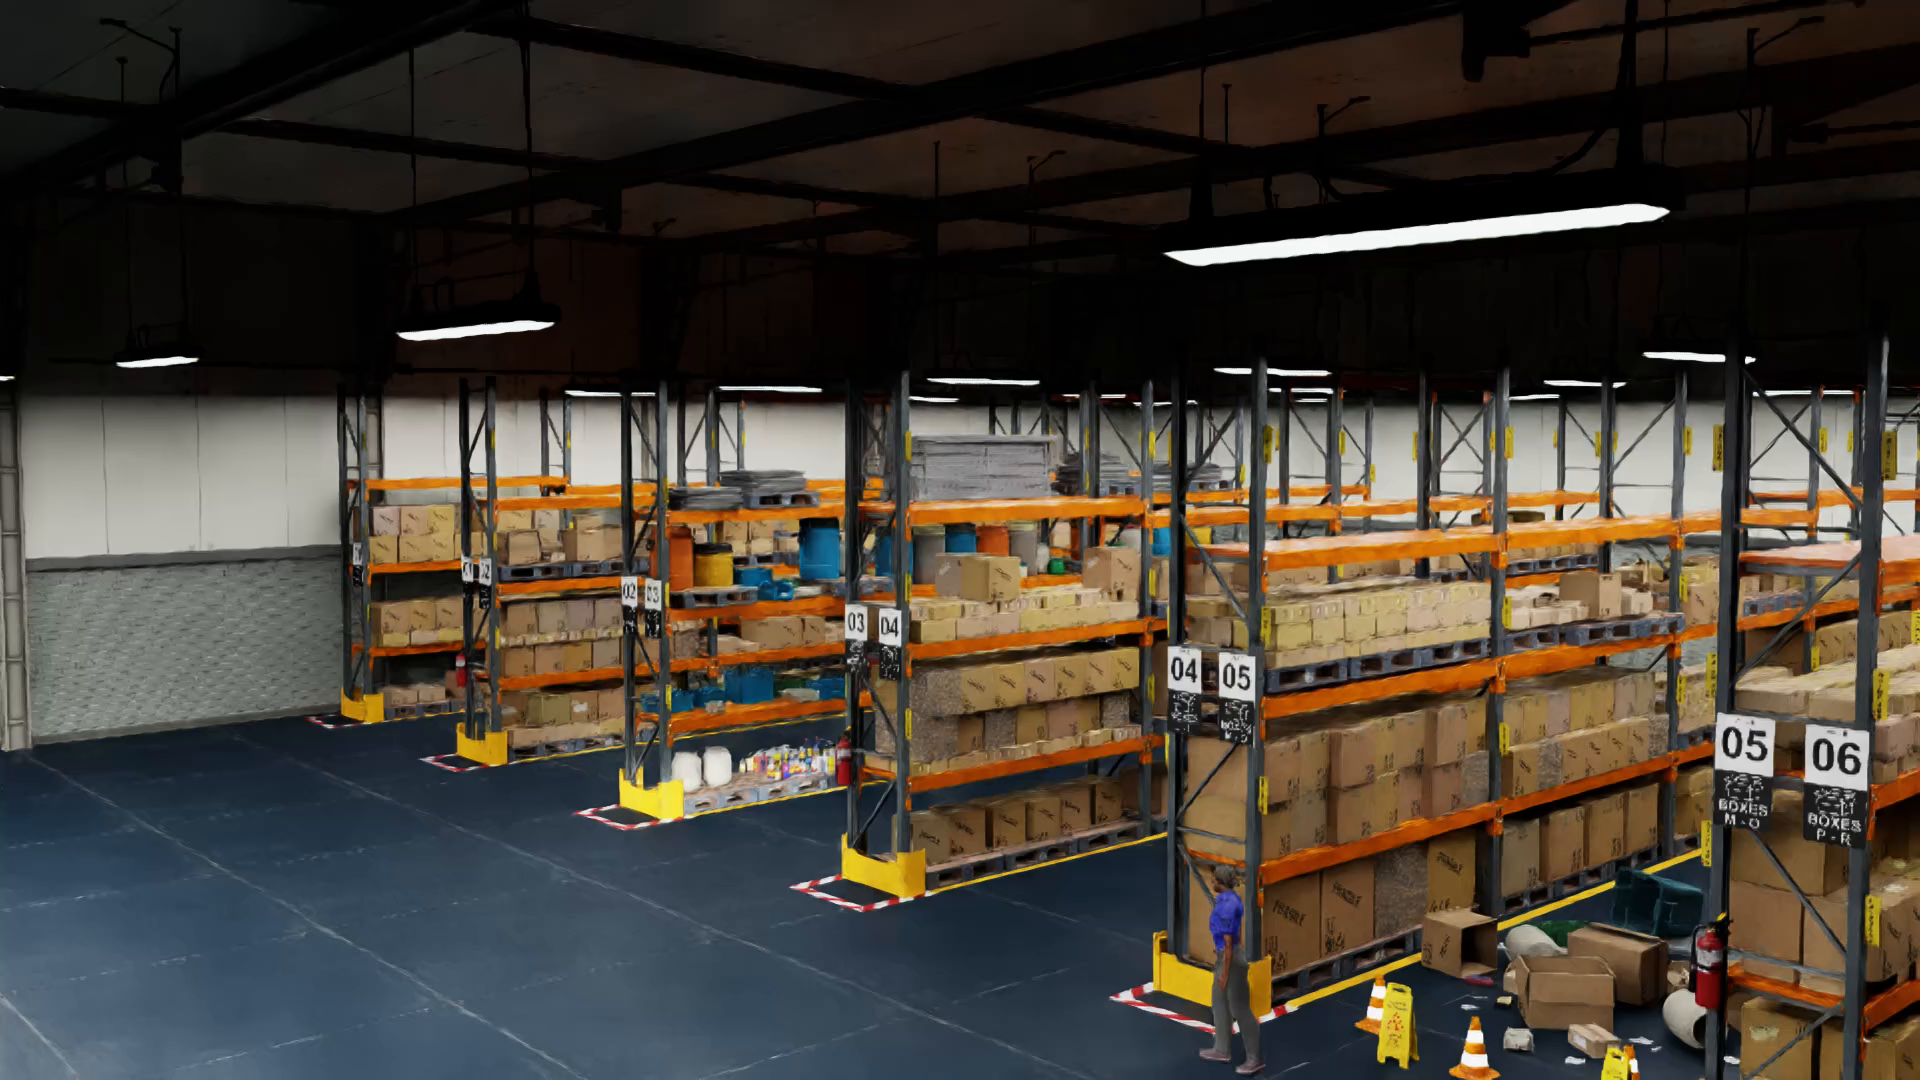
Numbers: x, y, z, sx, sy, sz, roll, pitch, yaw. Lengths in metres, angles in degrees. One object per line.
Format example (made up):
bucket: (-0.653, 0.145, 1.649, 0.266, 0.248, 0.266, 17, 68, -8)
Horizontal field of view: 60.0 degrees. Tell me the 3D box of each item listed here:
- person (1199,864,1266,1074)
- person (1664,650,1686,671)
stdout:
person: (2.215, 3.460, 13.509, 0.555, 1.652, 0.514, 1, 4, 13)
person: (11.465, 2.586, 26.599, 0.509, 1.699, 0.445, -2, 4, -28)
